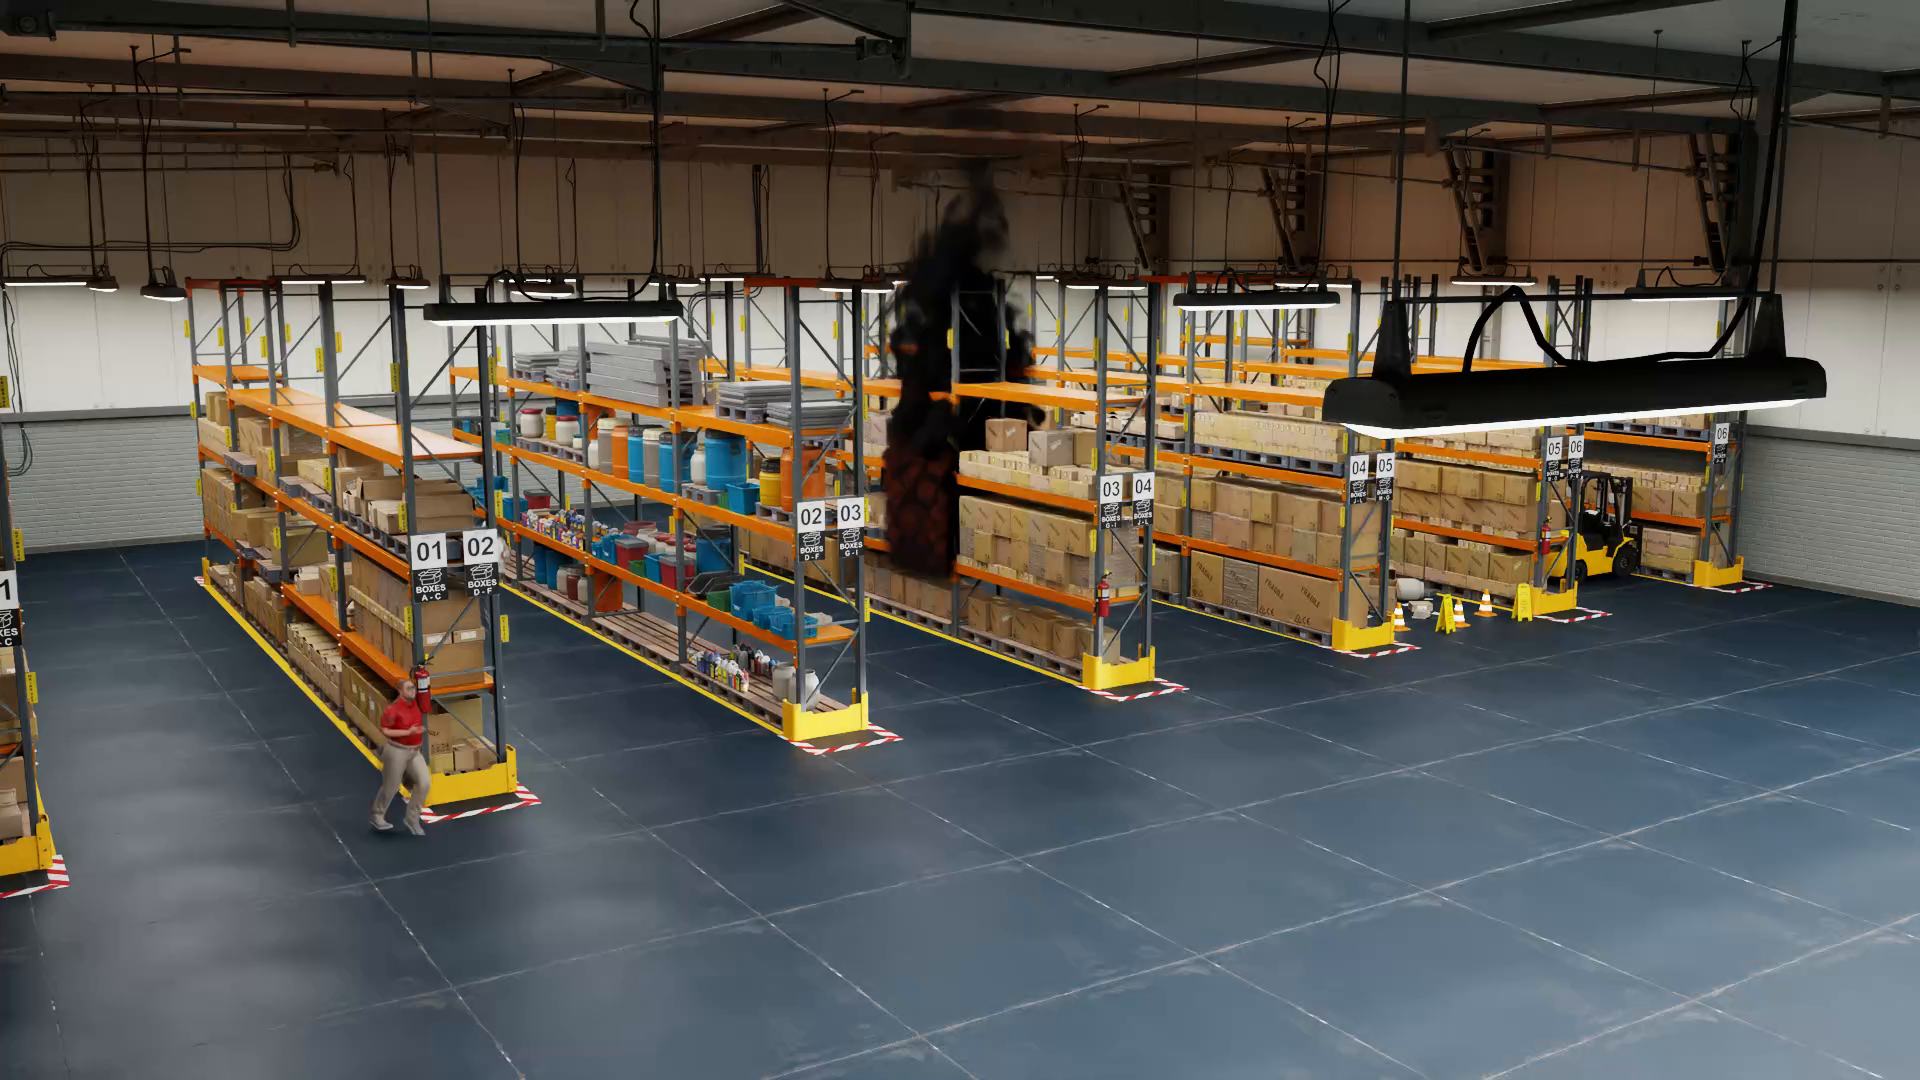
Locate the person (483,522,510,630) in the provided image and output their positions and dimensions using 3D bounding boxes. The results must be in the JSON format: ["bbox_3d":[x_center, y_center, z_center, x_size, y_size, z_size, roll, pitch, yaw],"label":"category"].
[{"bbox_3d":[-7.770,0.581,27.631,0.683,1.879,0.638,8,13,41],"label":"person"}]

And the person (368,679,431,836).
[{"bbox_3d":[-6.193,2.430,18.541,0.764,1.797,0.658,4,10,24],"label":"person"}]
